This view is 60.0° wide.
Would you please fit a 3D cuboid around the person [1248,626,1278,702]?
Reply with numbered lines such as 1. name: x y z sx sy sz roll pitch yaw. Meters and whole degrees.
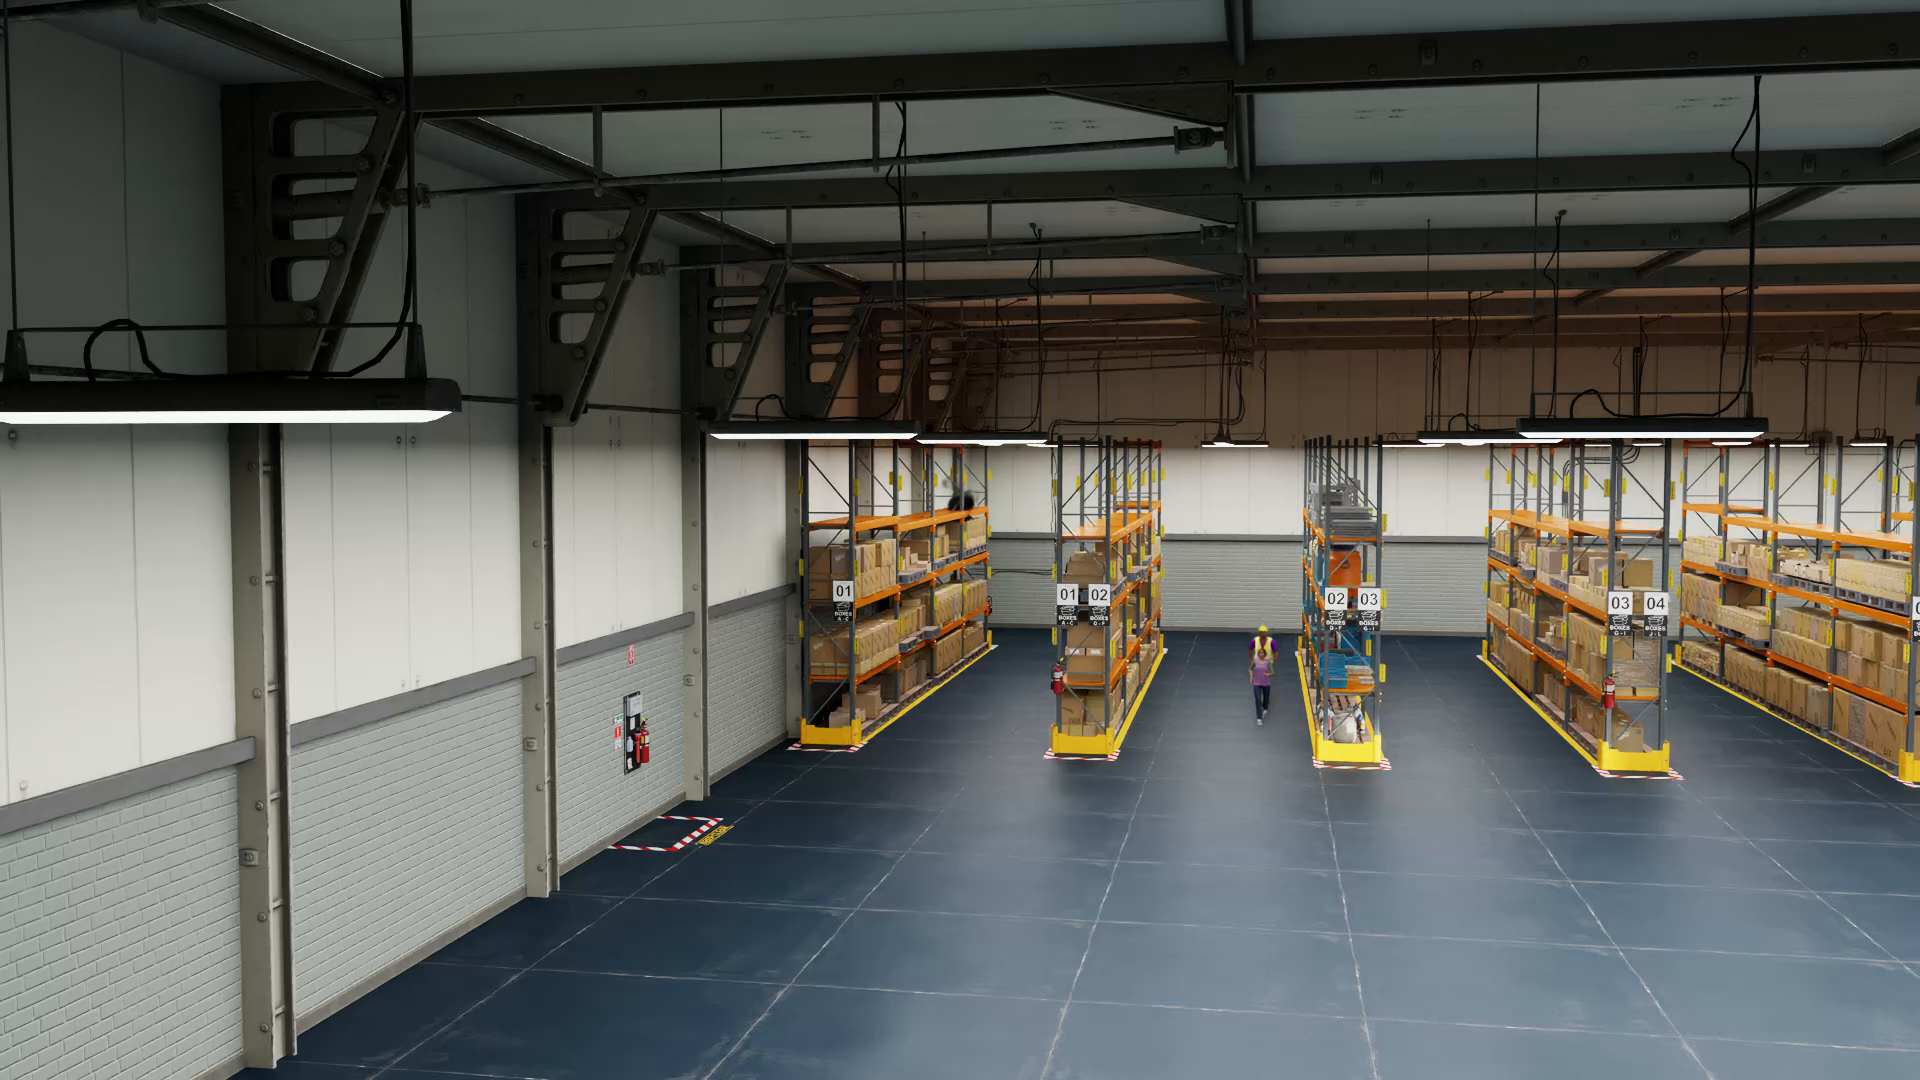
1. person: 6.928 2.810 38.020 0.683 1.726 0.770 1 3 13

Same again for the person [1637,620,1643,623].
1. person: 18.048 2.437 44.846 0.850 1.743 0.728 -3 4 -40

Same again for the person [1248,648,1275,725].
1. person: 6.304 3.038 34.781 0.545 1.575 0.864 1 3 10
